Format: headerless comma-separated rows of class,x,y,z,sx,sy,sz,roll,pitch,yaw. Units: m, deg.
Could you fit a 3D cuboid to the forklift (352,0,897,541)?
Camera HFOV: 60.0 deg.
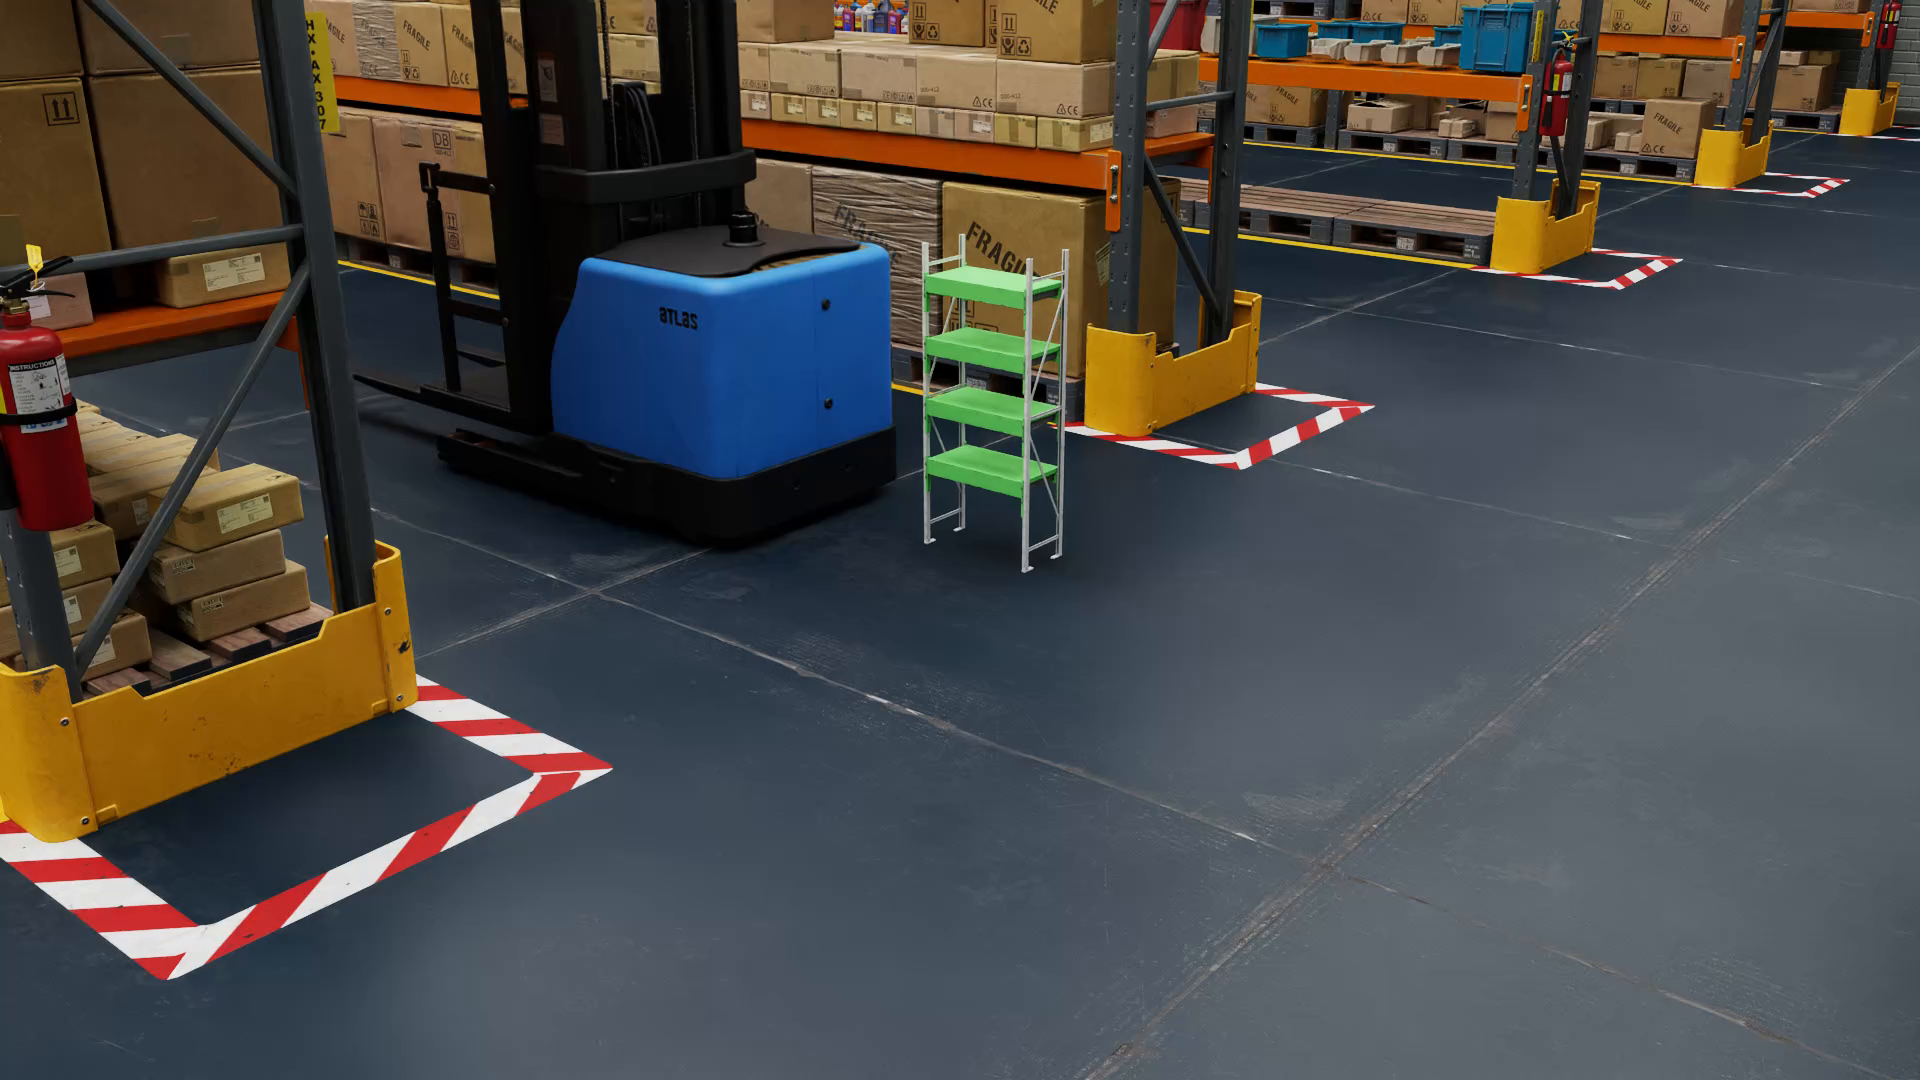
forklift,-1.735,-1.776,7.224,3.031,2.935,1.130,16,26,36

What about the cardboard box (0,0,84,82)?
cardboard box,-2.660,-1.444,4.265,0.500,0.500,0.500,15,26,35

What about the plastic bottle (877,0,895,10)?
plastic bottle,-0.681,-4.745,15.071,0.185,0.351,0.144,16,26,36

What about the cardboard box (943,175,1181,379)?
cardboard box,0.520,-1.412,8.578,0.875,0.875,0.875,16,26,36

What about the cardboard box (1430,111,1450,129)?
cardboard box,5.183,-4.444,17.618,0.250,0.149,0.380,16,26,36

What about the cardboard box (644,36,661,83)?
cardboard box,-1.452,-2.762,9.532,0.500,0.250,0.500,16,26,36

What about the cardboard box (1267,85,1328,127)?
cardboard box,3.671,-4.757,17.950,0.500,0.500,0.500,16,26,36

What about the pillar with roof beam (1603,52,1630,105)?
pillar with roof beam,5.731,-8.754,17.129,0.400,9.000,9.100,16,26,36

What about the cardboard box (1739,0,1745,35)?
cardboard box,7.156,-5.014,15.572,0.500,0.500,0.500,17,26,37

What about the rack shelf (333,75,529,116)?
rack shelf,-3.582,-3.091,11.634,4.000,0.370,1.077,16,26,36

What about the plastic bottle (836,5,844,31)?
plastic bottle,-1.080,-4.743,15.177,0.097,0.271,0.097,0,21,0

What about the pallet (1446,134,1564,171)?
pallet,5.715,-3.958,16.866,1.213,0.211,1.003,16,26,36

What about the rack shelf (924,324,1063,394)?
rack shelf,0.128,-0.689,6.296,0.480,0.148,0.258,16,26,36

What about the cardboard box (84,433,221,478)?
cardboard box,-2.743,-0.226,5.619,0.250,0.149,0.380,16,26,36

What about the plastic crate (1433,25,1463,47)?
plastic crate,3.705,-3.685,12.340,0.300,0.233,0.416,16,26,36

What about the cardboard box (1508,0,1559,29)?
cardboard box,5.636,-5.209,16.088,0.500,0.500,0.500,16,26,36

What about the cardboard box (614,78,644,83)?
cardboard box,-1.810,-2.648,9.796,0.250,0.149,0.380,15,25,35

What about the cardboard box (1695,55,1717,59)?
cardboard box,9.097,-5.920,20.143,0.250,0.149,0.380,16,26,37

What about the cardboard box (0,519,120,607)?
cardboard box,-2.718,0.054,4.875,0.250,0.149,0.380,16,26,37

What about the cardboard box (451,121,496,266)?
cardboard box,-2.541,-2.321,10.988,0.875,0.875,1.225,16,26,36

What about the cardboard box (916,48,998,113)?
cardboard box,0.131,-2.307,8.326,0.500,0.250,0.500,16,26,35

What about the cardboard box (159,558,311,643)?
cardboard box,-2.352,0.177,5.392,0.250,0.149,0.380,17,26,37

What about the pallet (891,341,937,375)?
pallet,-0.544,-1.214,9.587,1.213,0.211,1.003,16,26,36

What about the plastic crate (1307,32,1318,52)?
plastic crate,2.638,-3.934,13.137,0.466,0.136,0.293,16,26,36

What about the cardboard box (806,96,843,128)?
cardboard box,-0.602,-2.302,8.878,0.250,0.149,0.380,17,26,37

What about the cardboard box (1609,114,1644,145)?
cardboard box,6.704,-4.026,16.366,0.500,0.250,0.500,16,26,36

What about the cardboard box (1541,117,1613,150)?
cardboard box,6.039,-3.990,16.270,0.500,0.250,0.500,16,26,36

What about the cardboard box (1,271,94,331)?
cardboard box,-2.579,-0.634,4.454,0.250,0.149,0.380,16,26,36

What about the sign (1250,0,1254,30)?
sign,1.422,-2.682,8.189,0.005,0.325,0.100,16,26,36

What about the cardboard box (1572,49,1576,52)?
cardboard box,7.891,-6.266,21.061,0.250,0.149,0.380,16,26,36

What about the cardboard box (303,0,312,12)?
cardboard box,-4.526,-3.623,11.884,0.500,0.500,0.500,15,25,35

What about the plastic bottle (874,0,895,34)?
plastic bottle,-0.673,-4.674,14.881,0.185,0.351,0.144,16,26,36

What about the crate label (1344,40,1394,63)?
crate label,3.005,-3.604,12.263,0.243,0.136,0.396,16,26,36

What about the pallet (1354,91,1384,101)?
pallet,5.769,-6.163,22.711,1.213,0.211,1.003,16,26,36

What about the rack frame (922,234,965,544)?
rack frame,-0.061,-0.579,6.503,0.015,1.200,0.240,16,26,36

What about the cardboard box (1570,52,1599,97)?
cardboard box,7.878,-5.876,20.946,0.500,0.500,0.700,16,26,37

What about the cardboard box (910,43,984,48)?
cardboard box,0.071,-2.566,9.013,0.500,0.250,0.500,15,25,35

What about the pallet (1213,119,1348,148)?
pallet,3.580,-4.555,18.448,1.213,0.211,1.003,16,26,36

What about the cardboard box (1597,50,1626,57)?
cardboard box,8.028,-6.053,20.496,0.250,0.149,0.380,17,27,38

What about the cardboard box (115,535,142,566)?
cardboard box,-2.568,-0.021,5.497,0.250,0.149,0.380,16,26,36

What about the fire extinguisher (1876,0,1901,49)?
fire extinguisher,10.287,-5.781,18.385,0.183,0.674,0.296,16,26,36

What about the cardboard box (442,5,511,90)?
cardboard box,-2.947,-3.170,10.682,0.500,0.500,0.500,17,27,38

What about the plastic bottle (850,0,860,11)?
plastic bottle,-1.009,-5.068,16.040,0.097,0.271,0.097,0,21,0

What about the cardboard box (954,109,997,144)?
cardboard box,0.185,-2.075,8.276,0.250,0.149,0.380,16,26,36

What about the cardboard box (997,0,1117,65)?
cardboard box,0.523,-2.546,7.896,0.500,0.500,0.500,16,26,37

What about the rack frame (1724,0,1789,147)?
rack frame,7.333,-4.796,15.136,0.127,3.000,1.000,16,26,36

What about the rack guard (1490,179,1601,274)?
rack guard,4.225,-2.272,11.984,0.348,0.500,1.175,16,26,36

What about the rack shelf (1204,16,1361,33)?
rack shelf,2.685,-5.798,18.812,4.000,0.370,1.077,16,26,36

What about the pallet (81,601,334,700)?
pallet,-2.814,0.341,5.465,1.213,0.211,1.003,16,26,36

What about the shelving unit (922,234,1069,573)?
shelving unit,0.128,-0.524,6.359,0.503,1.200,0.258,16,26,36

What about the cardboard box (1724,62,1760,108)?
cardboard box,9.469,-5.419,19.733,0.500,0.500,0.700,16,26,36
